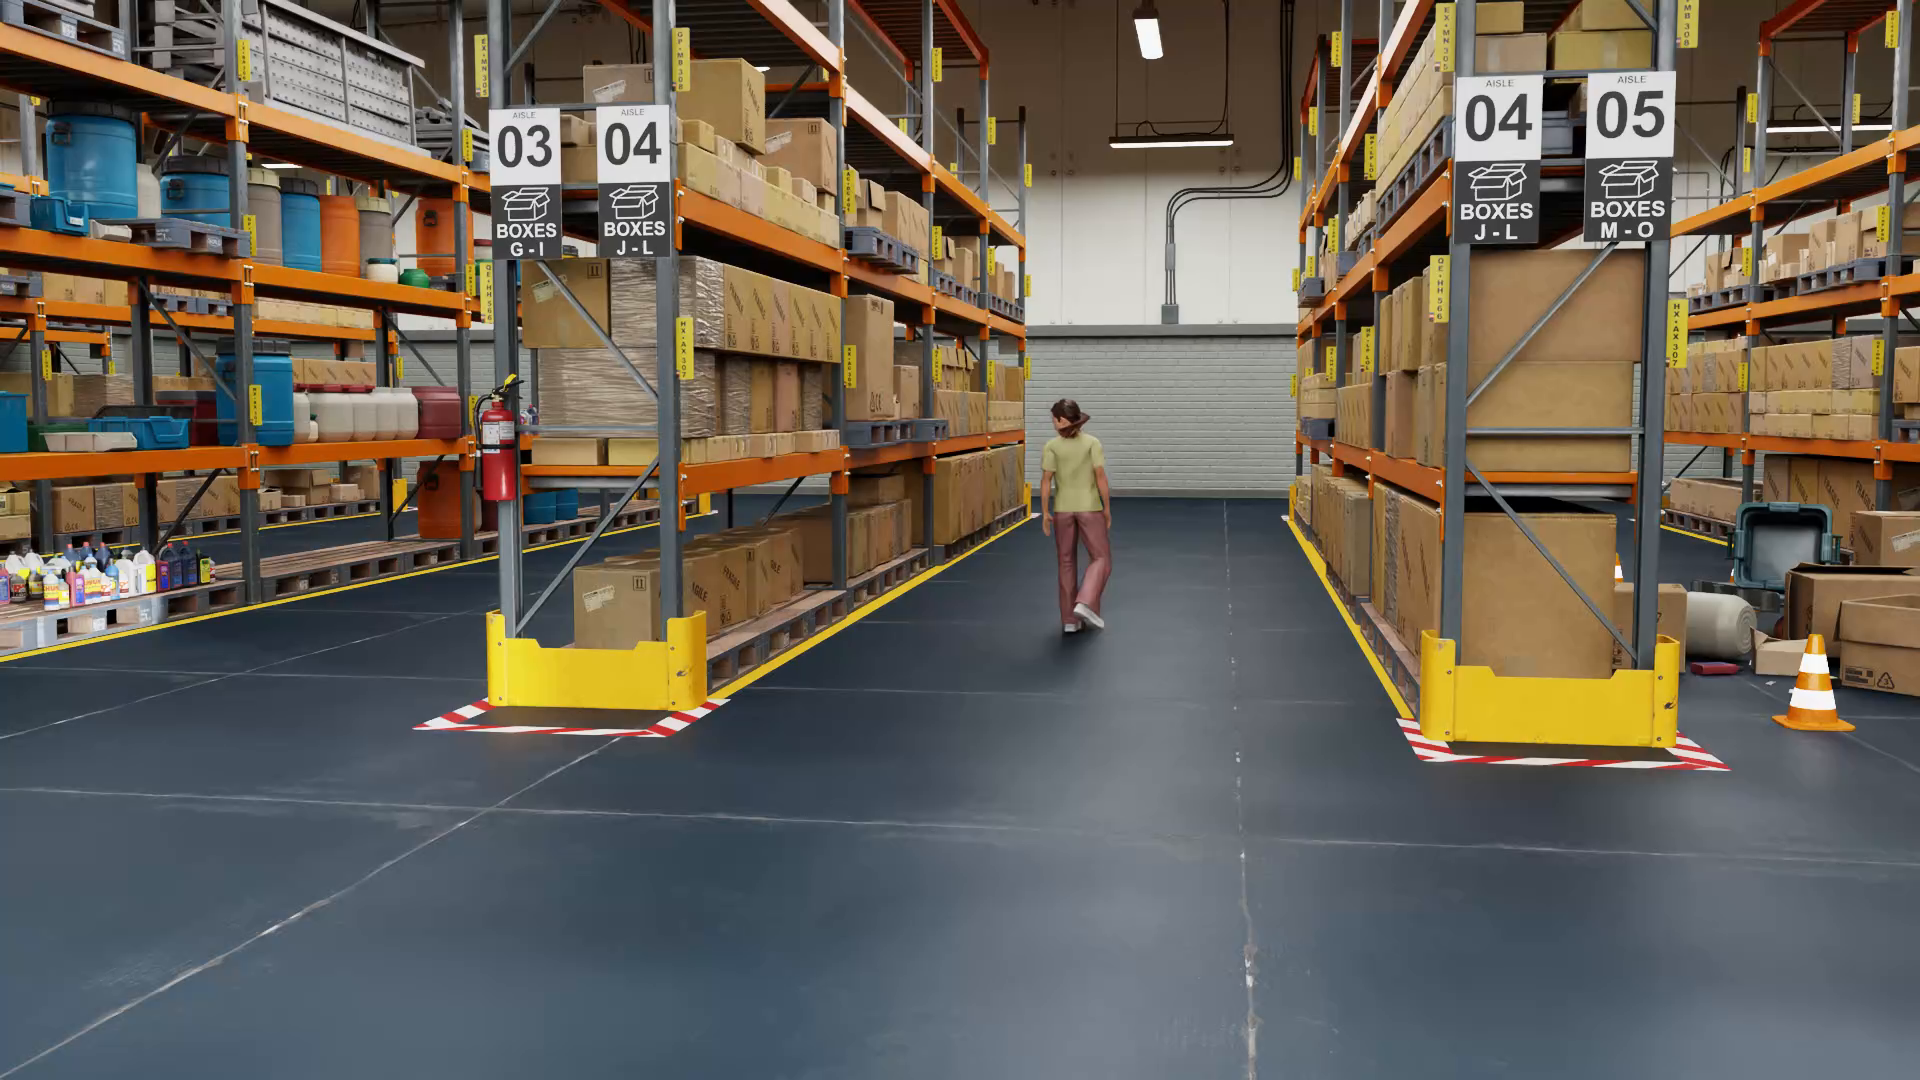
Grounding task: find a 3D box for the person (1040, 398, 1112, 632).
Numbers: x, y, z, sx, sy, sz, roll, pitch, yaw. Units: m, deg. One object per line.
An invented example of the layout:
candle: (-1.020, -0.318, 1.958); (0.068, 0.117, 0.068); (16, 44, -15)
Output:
person: (0.823, -0.165, 11.747); (0.490, 1.672, 0.690); (1, 5, 15)
